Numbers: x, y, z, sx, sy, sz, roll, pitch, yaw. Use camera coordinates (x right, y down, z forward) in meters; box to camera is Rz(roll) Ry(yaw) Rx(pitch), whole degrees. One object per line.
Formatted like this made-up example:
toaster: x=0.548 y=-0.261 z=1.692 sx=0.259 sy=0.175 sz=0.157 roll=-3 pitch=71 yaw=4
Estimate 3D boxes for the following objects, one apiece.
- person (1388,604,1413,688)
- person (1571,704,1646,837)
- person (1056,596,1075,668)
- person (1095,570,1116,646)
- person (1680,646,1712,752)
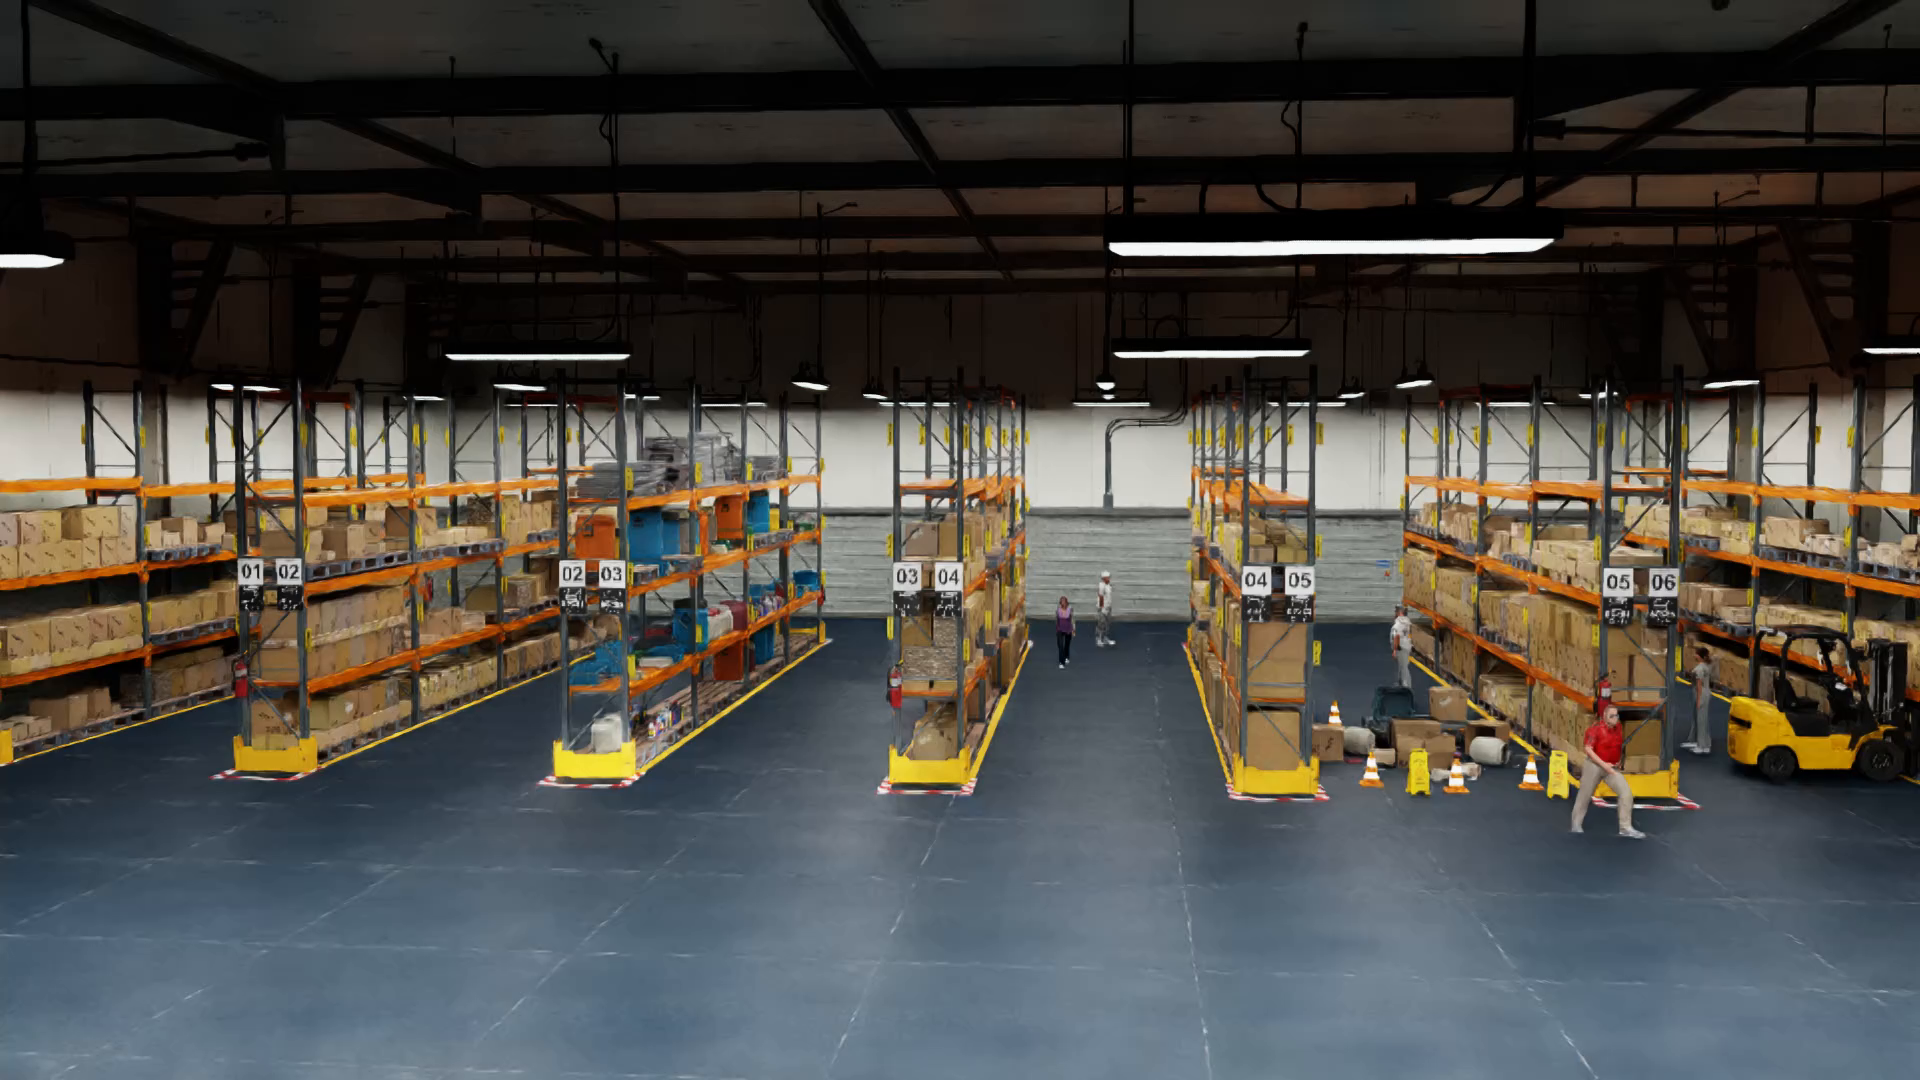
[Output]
person: x=8.510 y=2.110 z=32.252 sx=0.597 sy=1.746 sz=0.667 roll=2 pitch=4 yaw=28
person: x=8.072 y=2.868 z=20.831 sx=0.700 sy=1.665 sz=0.815 roll=-1 pitch=4 yaw=-15
person: x=2.293 y=1.977 z=36.166 sx=0.430 sy=1.540 sz=0.948 roll=0 pitch=4 yaw=4
person: x=3.477 y=1.617 z=39.838 sx=0.413 sy=1.786 sz=0.645 roll=2 pitch=4 yaw=23
person: x=11.732 y=2.510 z=26.449 sx=0.477 sy=1.675 sz=0.487 roll=2 pitch=4 yaw=35
